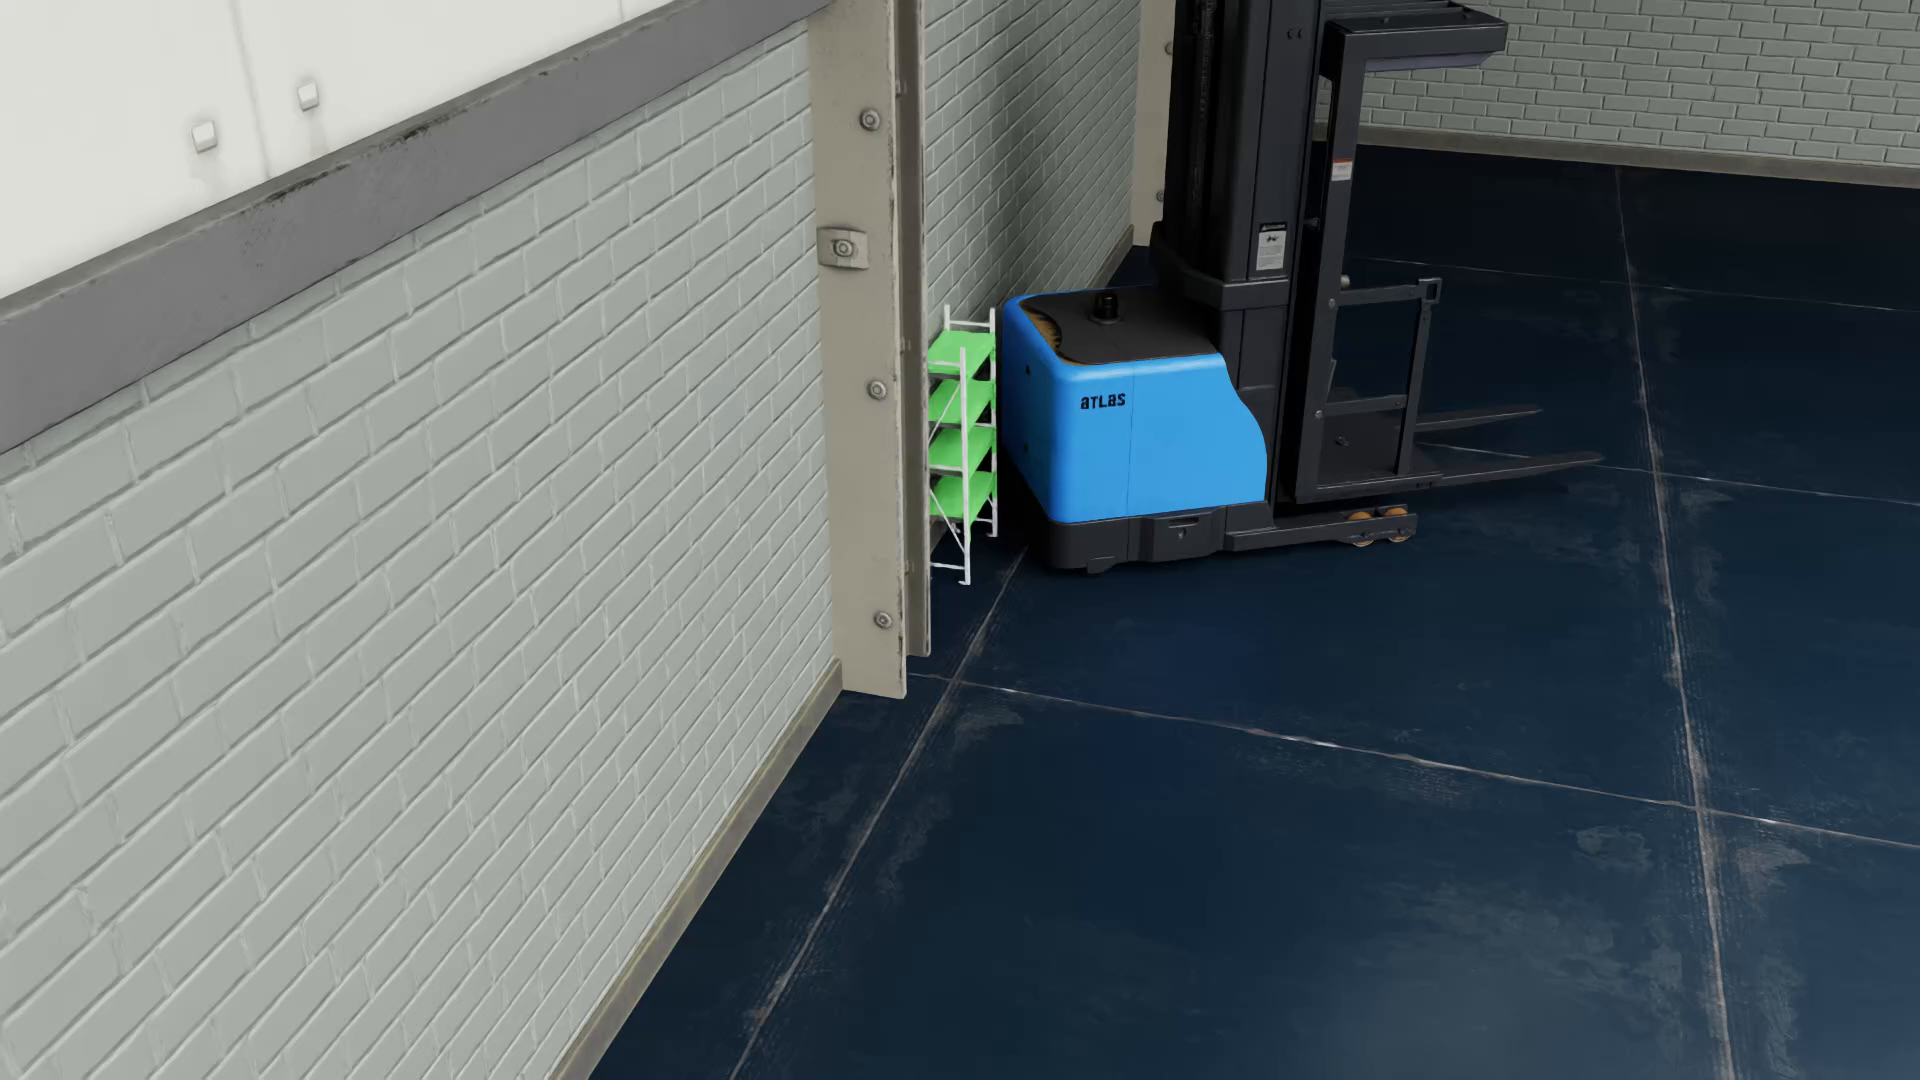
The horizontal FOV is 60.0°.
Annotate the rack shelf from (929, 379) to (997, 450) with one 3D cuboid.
[{"bbox_3d":[-0.016,-0.599,7.724,0.258,0.148,0.480,7,30,15],"label":"rack shelf"}]

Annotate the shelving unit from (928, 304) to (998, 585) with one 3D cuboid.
[{"bbox_3d":[-0.012,-0.445,7.808,0.258,1.200,0.503,7,30,15],"label":"shelving unit"}]

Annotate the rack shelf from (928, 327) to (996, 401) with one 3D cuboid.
[{"bbox_3d":[-0.021,-0.809,7.609,0.258,0.148,0.480,7,30,15],"label":"rack shelf"}]

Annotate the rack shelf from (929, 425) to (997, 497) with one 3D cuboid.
[{"bbox_3d":[-0.011,-0.389,7.839,0.258,0.148,0.480,7,30,15],"label":"rack shelf"}]

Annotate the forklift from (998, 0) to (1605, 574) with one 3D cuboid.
[{"bbox_3d":[1.771,-1.492,7.916,3.031,2.935,1.130,-7,30,-12],"label":"forklift"}]

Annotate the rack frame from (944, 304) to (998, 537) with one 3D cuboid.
[{"bbox_3d":[0.057,-0.558,8.013,0.240,1.200,0.015,7,30,15],"label":"rack frame"}]

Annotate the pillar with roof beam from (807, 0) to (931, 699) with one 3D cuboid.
[{"bbox_3d":[3.783,-2.758,3.950,9.100,9.000,0.400,8,30,15],"label":"pillar with roof beam"}]

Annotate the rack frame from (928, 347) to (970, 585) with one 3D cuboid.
[{"bbox_3d":[-0.081,-0.331,7.604,0.240,1.200,0.015,7,30,15],"label":"rack frame"}]

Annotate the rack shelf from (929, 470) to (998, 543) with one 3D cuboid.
[{"bbox_3d":[-0.005,-0.178,7.954,0.258,0.148,0.480,7,30,15],"label":"rack shelf"}]

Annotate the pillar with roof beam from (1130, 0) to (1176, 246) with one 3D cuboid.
[{"bbox_3d":[5.544,-5.546,8.963,9.100,9.000,0.400,8,30,15],"label":"pillar with roof beam"}]
